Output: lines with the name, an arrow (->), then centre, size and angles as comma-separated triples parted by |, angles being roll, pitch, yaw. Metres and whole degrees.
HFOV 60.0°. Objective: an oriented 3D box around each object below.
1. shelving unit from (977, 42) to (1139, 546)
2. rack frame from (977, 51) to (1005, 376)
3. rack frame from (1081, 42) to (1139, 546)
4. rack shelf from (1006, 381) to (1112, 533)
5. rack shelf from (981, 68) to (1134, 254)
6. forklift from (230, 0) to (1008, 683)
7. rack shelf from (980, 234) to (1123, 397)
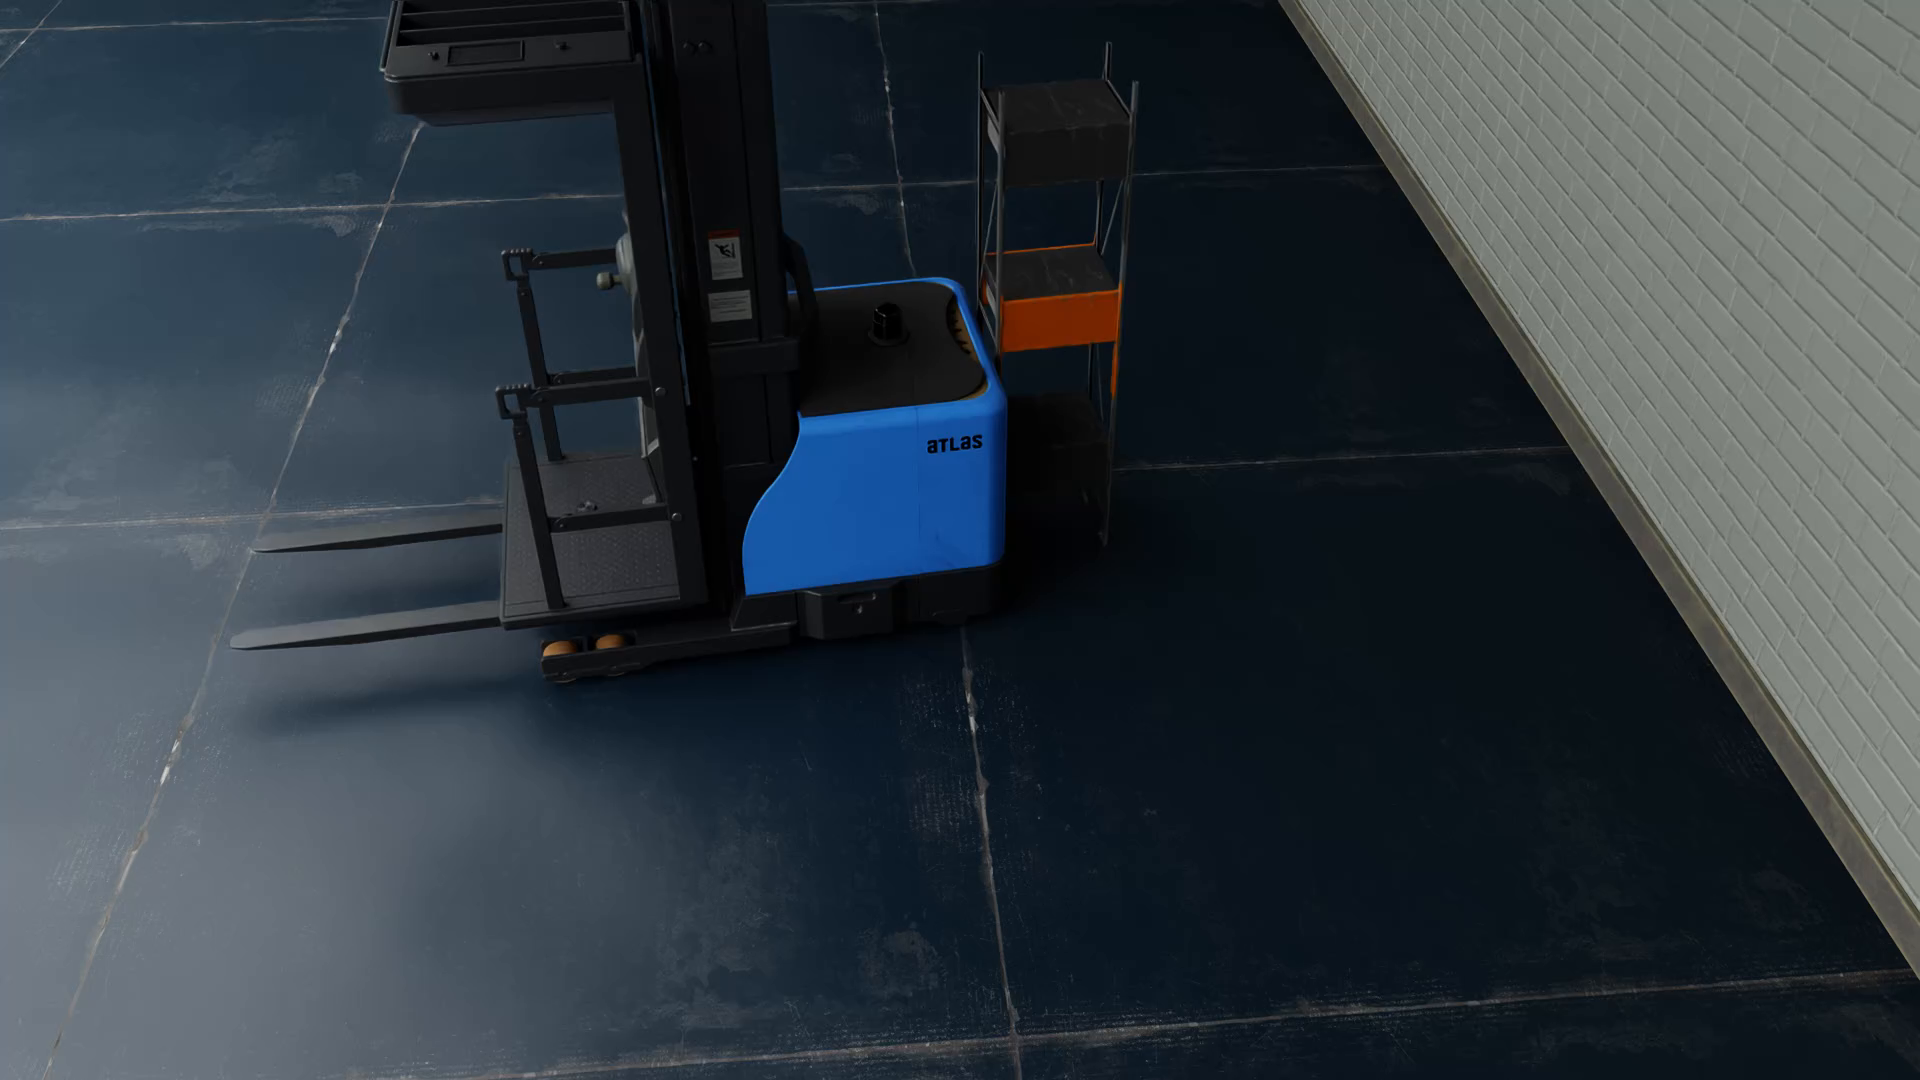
shelving unit -> 0.353, -0.890, 6.683 | 0.503, 2.100, 0.431 | -7, 39, -9
rack frame -> 0.113, -0.861, 6.646 | 0.015, 2.100, 0.400 | -7, 39, -9
rack frame -> 0.592, -0.919, 6.720 | 0.015, 2.100, 0.400 | -7, 39, -9
rack shelf -> 0.353, -0.330, 7.125 | 0.480, 0.518, 0.431 | -7, 39, -9
rack shelf -> 0.353, -1.429, 6.258 | 0.480, 0.518, 0.431 | -7, 39, -9
forklift -> -1.376, -0.947, 6.084 | 3.031, 2.935, 1.130 | -7, 39, -9
rack shelf -> 0.353, -0.879, 6.692 | 0.480, 0.518, 0.431 | -7, 39, -9
